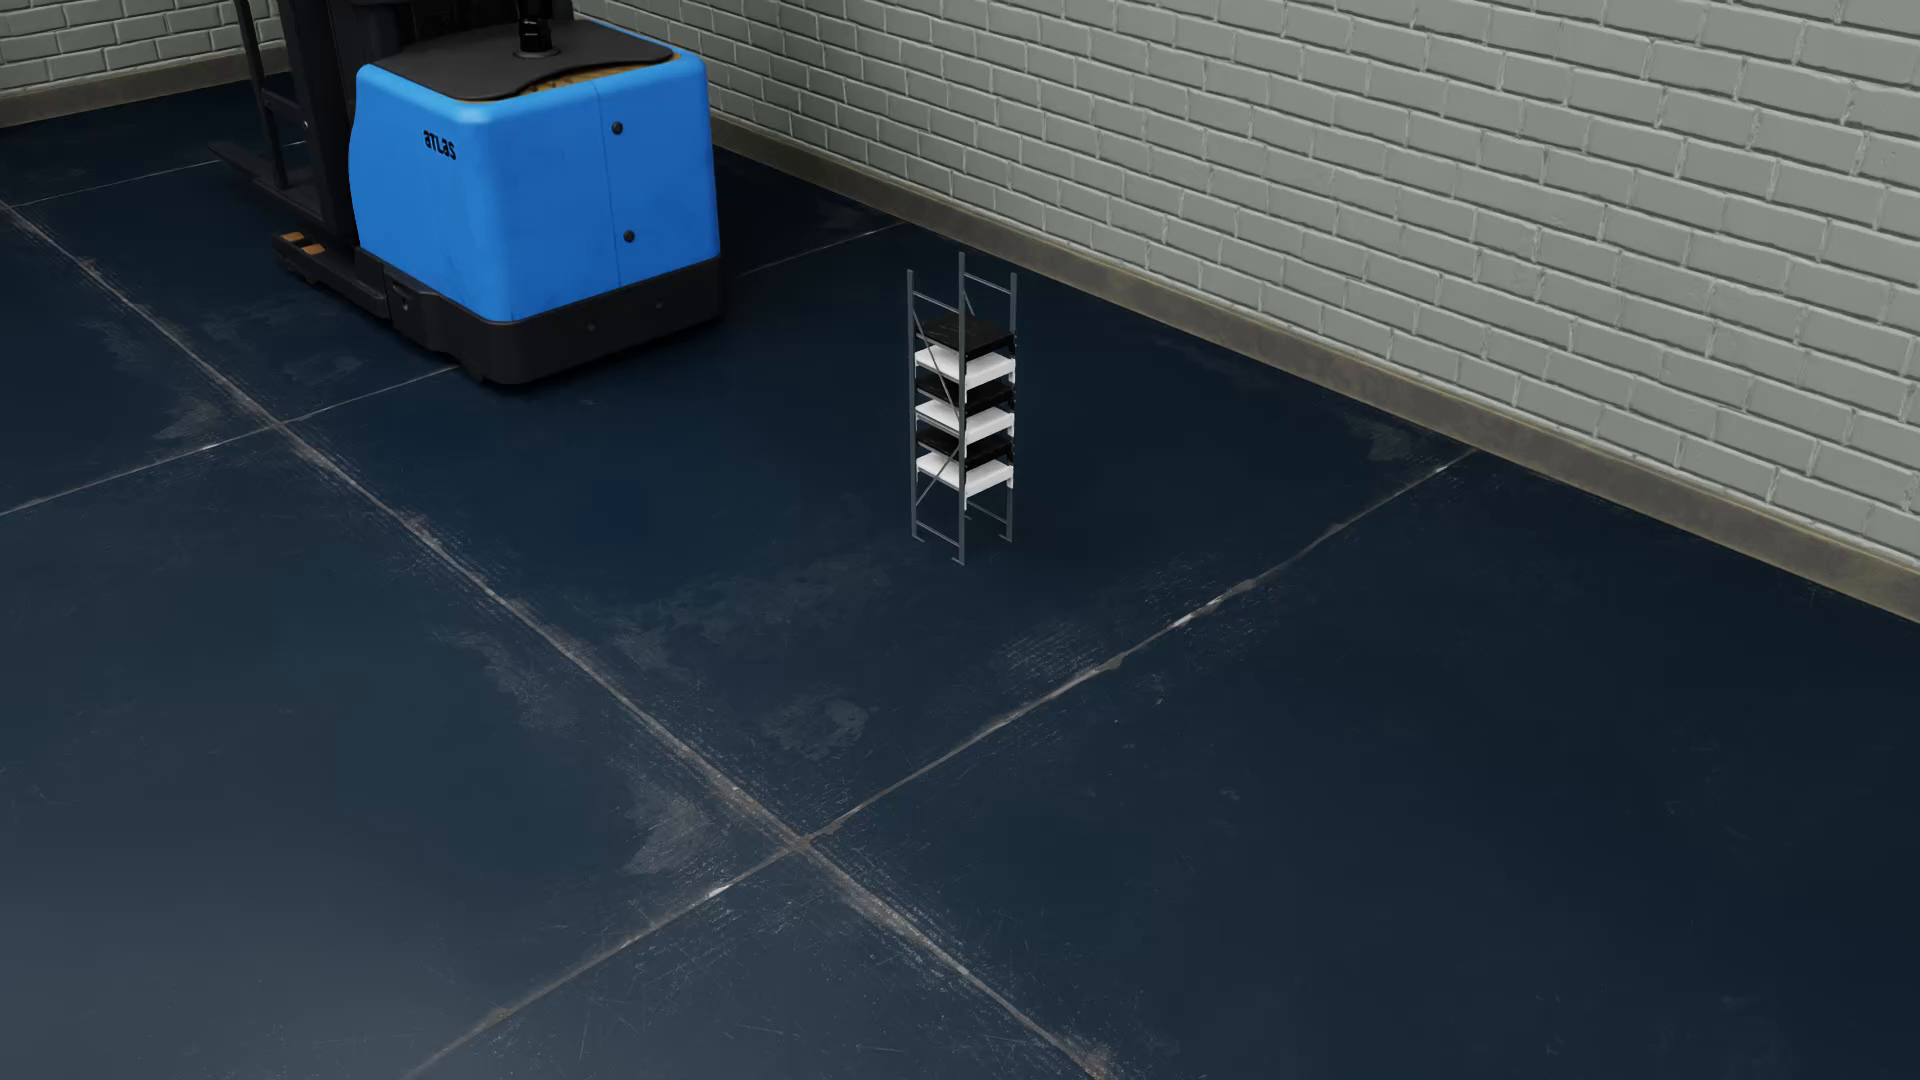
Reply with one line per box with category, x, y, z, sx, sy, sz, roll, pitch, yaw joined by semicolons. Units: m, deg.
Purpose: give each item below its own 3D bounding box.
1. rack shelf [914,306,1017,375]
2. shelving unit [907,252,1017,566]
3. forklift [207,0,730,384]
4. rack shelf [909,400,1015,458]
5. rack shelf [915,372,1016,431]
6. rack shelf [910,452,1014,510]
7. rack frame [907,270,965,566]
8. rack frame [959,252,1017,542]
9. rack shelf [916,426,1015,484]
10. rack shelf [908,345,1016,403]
rack shelf;0.006;-0.589;4.896;0.200;0.077;0.258;-26;40;-35
shelving unit;0.006;-0.387;5.020;0.210;0.900;0.258;-26;40;-35
forklift;-2.296;-2.491;6.515;1.130;2.935;3.031;-26;40;-36
rack shelf;0.006;-0.358;5.037;0.200;0.077;0.258;-26;40;-35
rack shelf;0.006;-0.435;4.990;0.200;0.077;0.258;-26;40;-35
rack shelf;0.006;-0.205;5.131;0.200;0.077;0.258;-26;40;-35
rack frame;-0.069;-0.351;4.961;0.006;0.900;0.240;-26;40;-35
rack frame;0.081;-0.423;5.079;0.006;0.900;0.240;-26;40;-35
rack shelf;0.006;-0.282;5.084;0.200;0.077;0.258;-26;40;-35
rack shelf;0.006;-0.512;4.943;0.200;0.077;0.258;-26;40;-35
